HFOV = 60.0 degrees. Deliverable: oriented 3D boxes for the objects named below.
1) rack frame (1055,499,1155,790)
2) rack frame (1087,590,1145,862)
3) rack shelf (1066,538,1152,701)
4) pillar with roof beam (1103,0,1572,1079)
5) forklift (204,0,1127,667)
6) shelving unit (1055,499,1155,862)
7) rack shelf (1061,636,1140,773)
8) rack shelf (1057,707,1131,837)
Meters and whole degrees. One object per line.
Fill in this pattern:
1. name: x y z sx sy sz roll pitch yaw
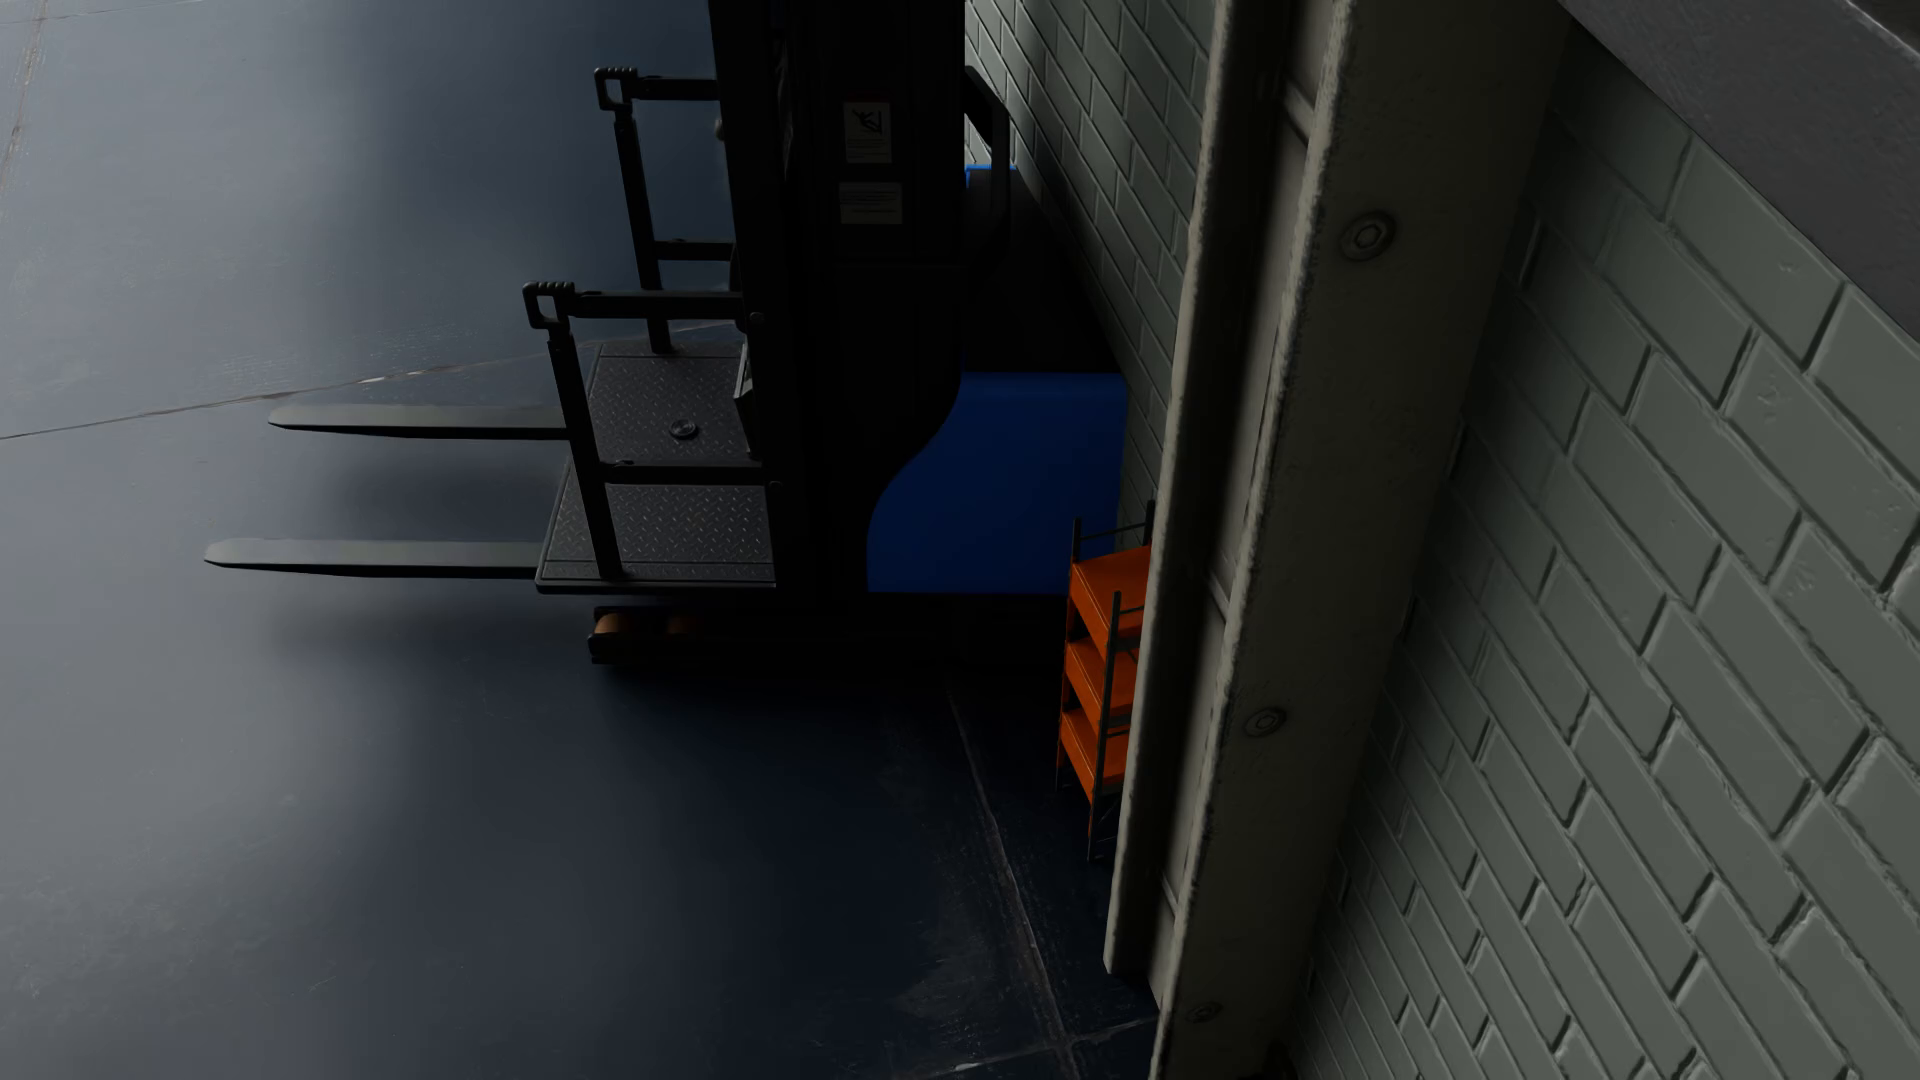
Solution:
1. rack frame: 0.359 0.297 4.224 0.200 1.050 0.008 -13 47 -13
2. rack frame: 0.434 0.462 4.062 0.200 1.050 0.008 -13 47 -13
3. rack shelf: 0.396 0.188 3.948 0.215 0.259 0.240 -13 47 -13
4. pillar with roof beam: -3.601 -1.199 0.124 9.100 9.000 0.400 -11 47 -10
5. forklift: -0.703 -1.031 4.208 3.031 2.935 1.130 1 46 1
6. shelving unit: 0.396 0.380 4.143 0.215 1.050 0.252 -13 47 -13
7. rack shelf: 0.396 0.387 4.150 0.215 0.259 0.240 -13 47 -13
8. rack shelf: 0.396 0.582 4.349 0.215 0.259 0.240 -13 47 -13
